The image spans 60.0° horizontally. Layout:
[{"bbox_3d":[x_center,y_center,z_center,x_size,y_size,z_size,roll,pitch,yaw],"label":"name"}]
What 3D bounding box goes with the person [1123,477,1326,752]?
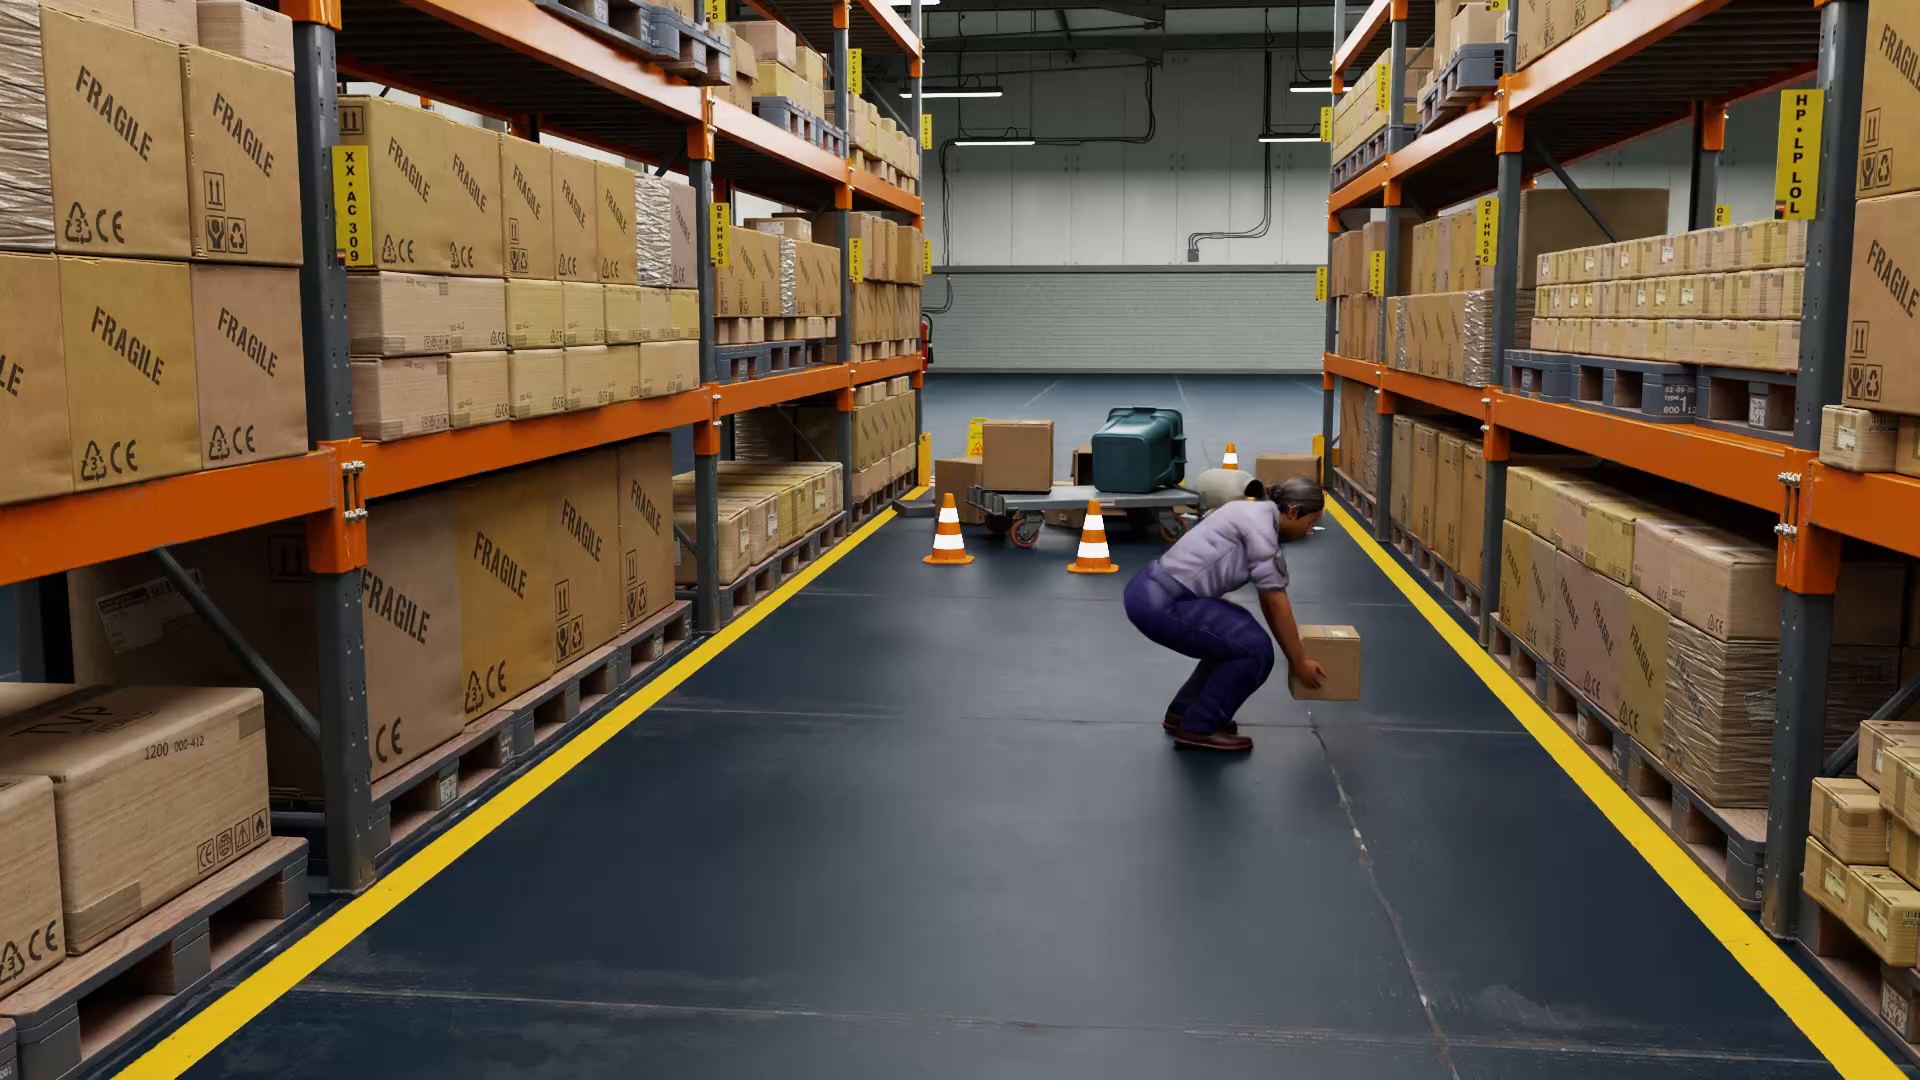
[{"bbox_3d":[1.036,0.275,6.563,0.782,1.053,0.526,1,8,6],"label":"person"}]
